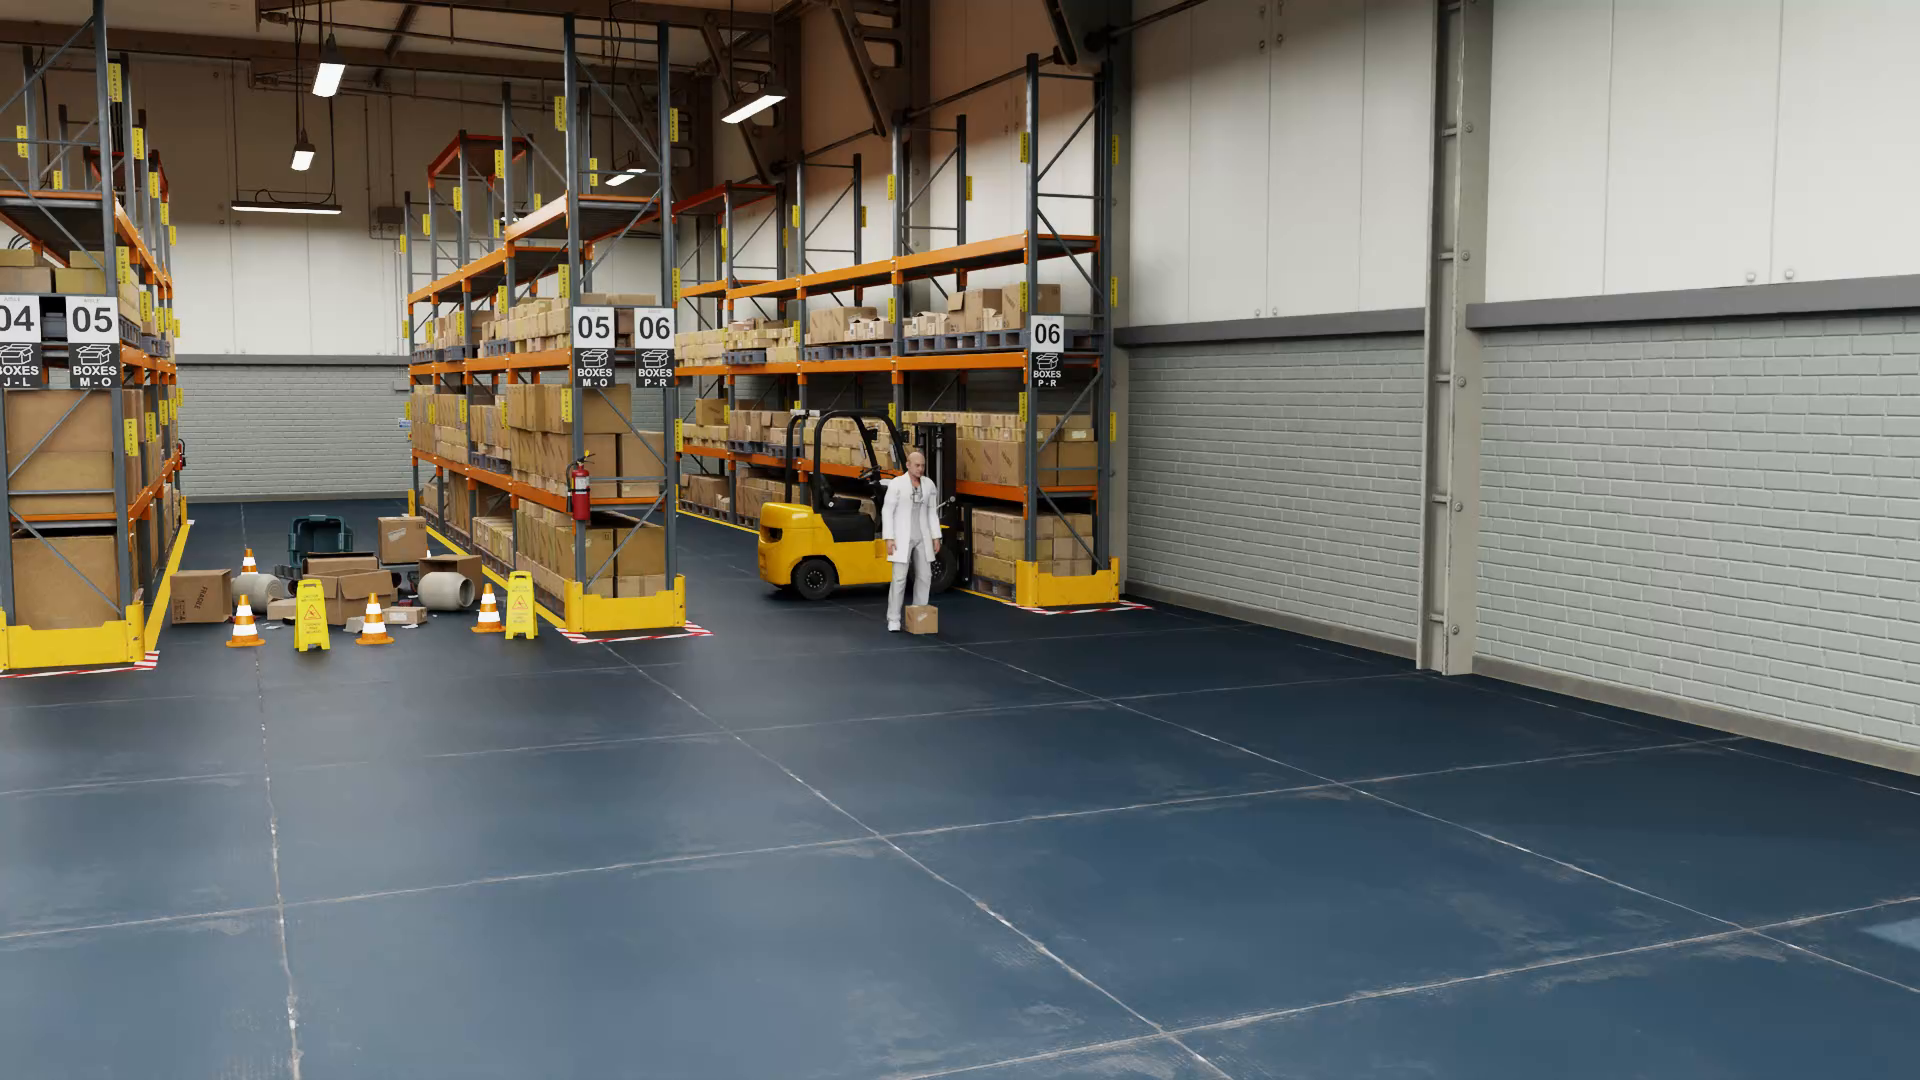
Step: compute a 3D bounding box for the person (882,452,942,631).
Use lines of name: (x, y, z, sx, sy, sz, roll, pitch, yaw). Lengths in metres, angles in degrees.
person: (-0.474, 0.006, 16.631, 0.653, 1.774, 0.424, -3, 6, -27)
